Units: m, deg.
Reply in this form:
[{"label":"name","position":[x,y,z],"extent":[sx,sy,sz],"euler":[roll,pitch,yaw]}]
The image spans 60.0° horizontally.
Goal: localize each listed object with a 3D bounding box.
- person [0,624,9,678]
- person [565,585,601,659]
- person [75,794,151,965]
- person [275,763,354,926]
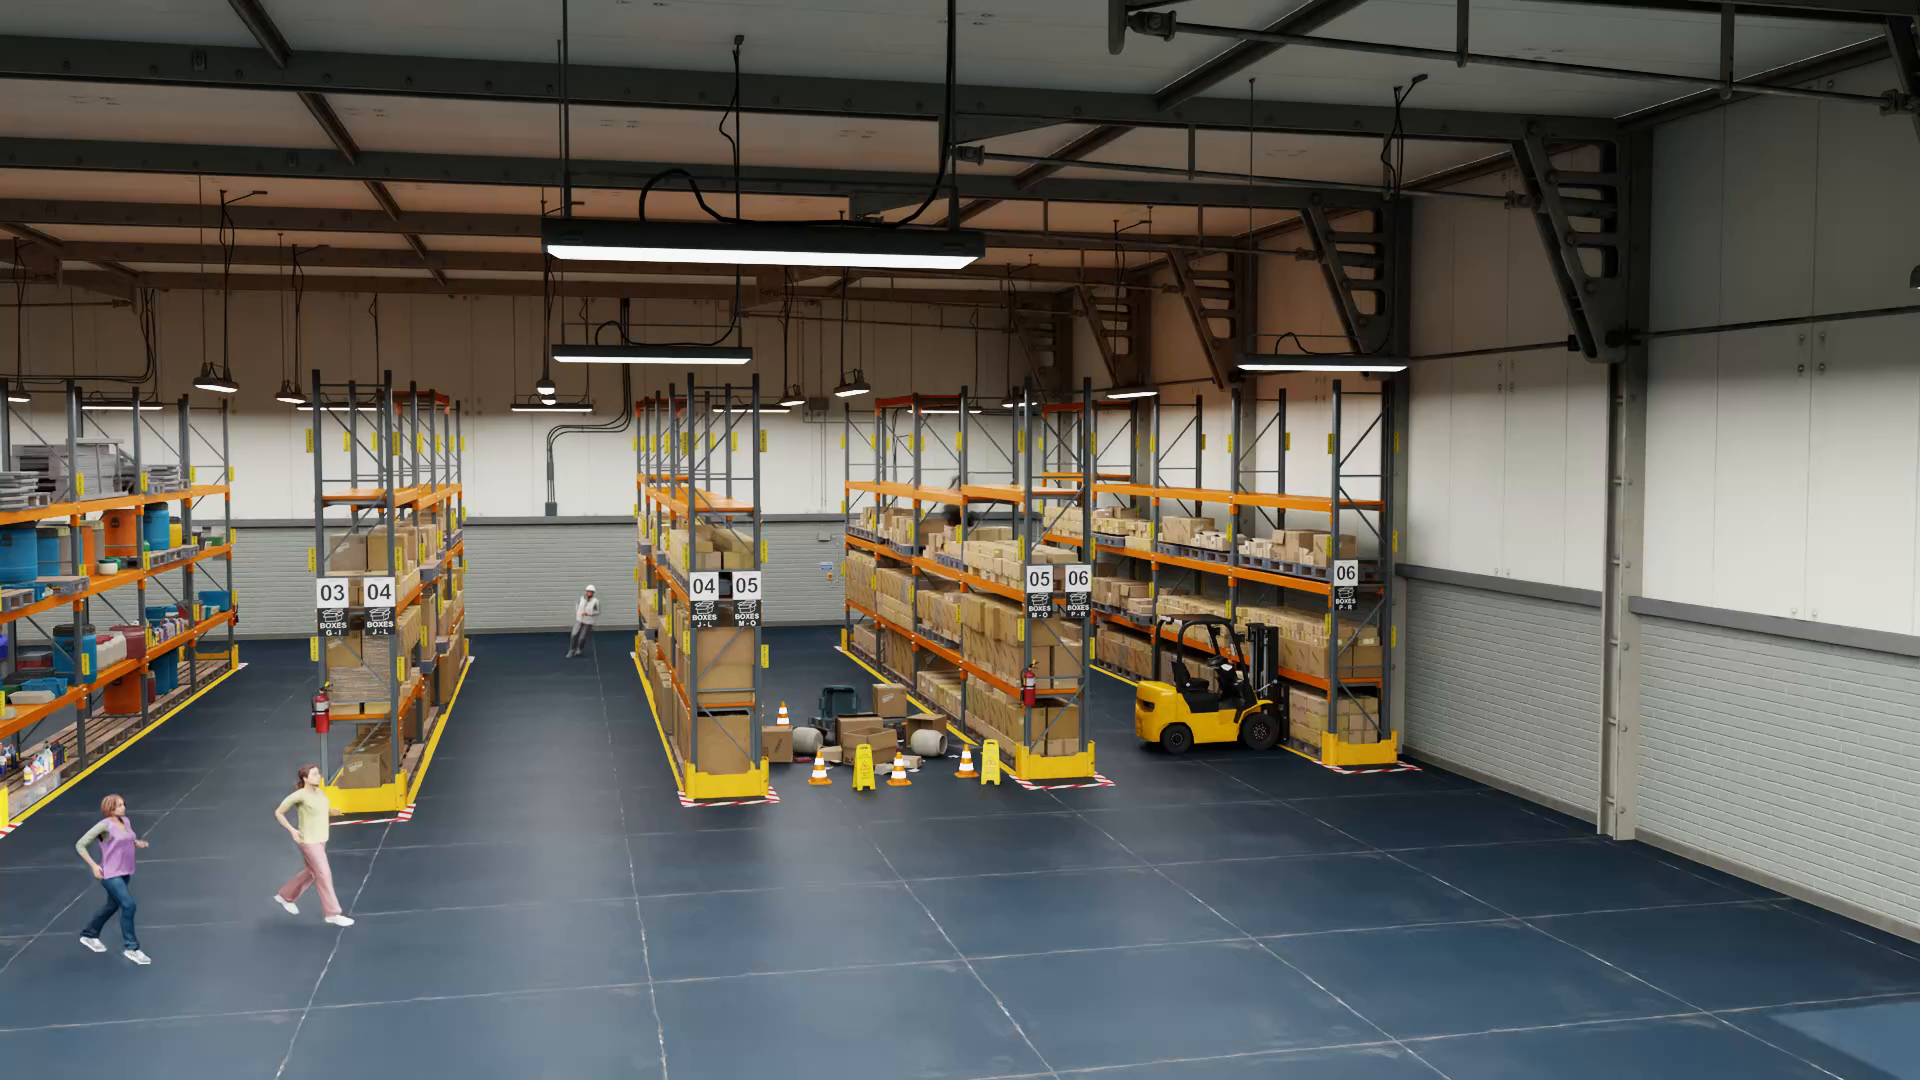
[{"label":"person","position":[-17.968,2.386,31.053],"extent":[0.533,1.714,0.714],"euler":[-1,4,-22]},{"label":"person","position":[-8.791,1.909,38.994],"extent":[0.795,1.738,0.687],"euler":[0,3,6]},{"label":"person","position":[-8.170,3.268,16.047],"extent":[0.783,1.615,0.518],"euler":[0,3,5]},{"label":"person","position":[-6.734,3.141,17.284],"extent":[0.967,1.659,0.572],"euler":[1,3,12]}]
